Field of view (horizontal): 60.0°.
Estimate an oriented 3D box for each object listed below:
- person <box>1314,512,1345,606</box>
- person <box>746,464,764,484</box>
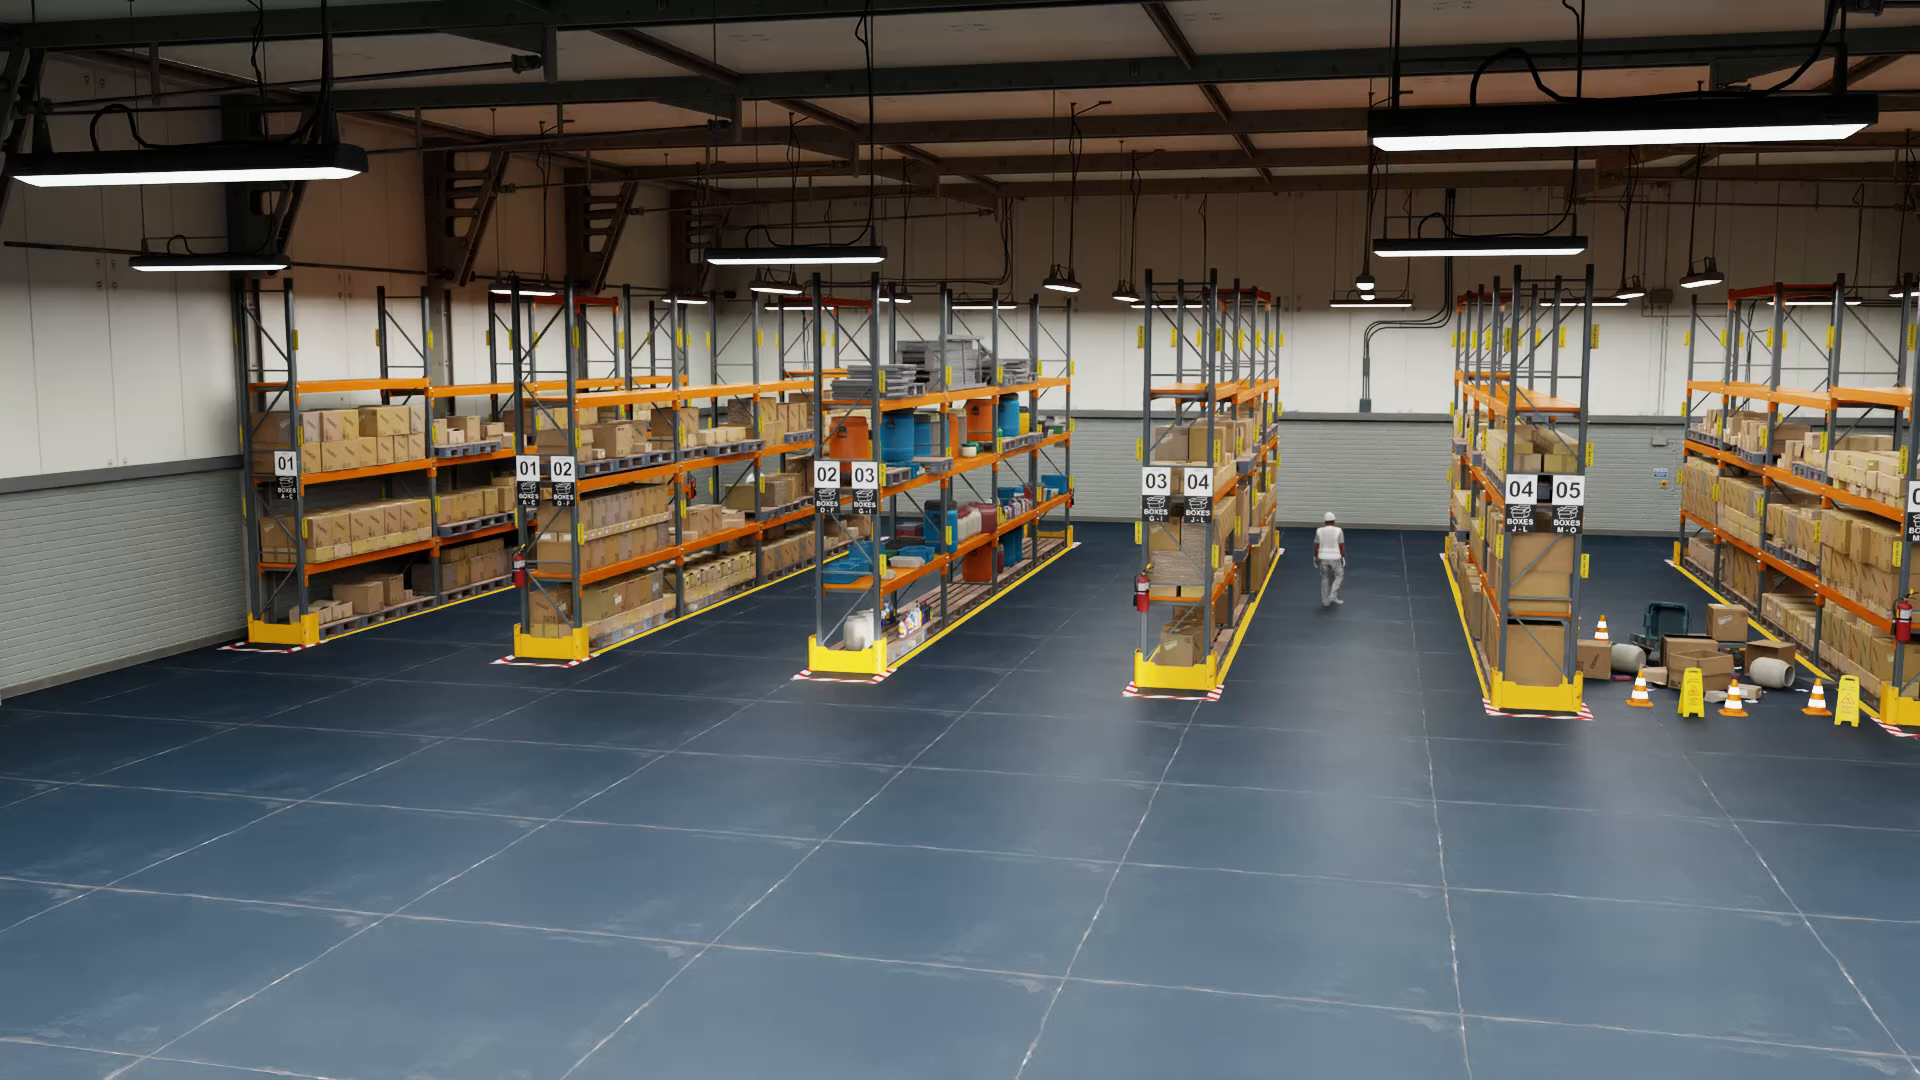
[{"bbox_3d":[6.971,0.365,31.397,0.584,1.785,0.551,3,7,21],"label":"person"},{"bbox_3d":[-5.467,-1.189,44.470,0.551,1.707,1.086,1,7,11],"label":"person"}]
